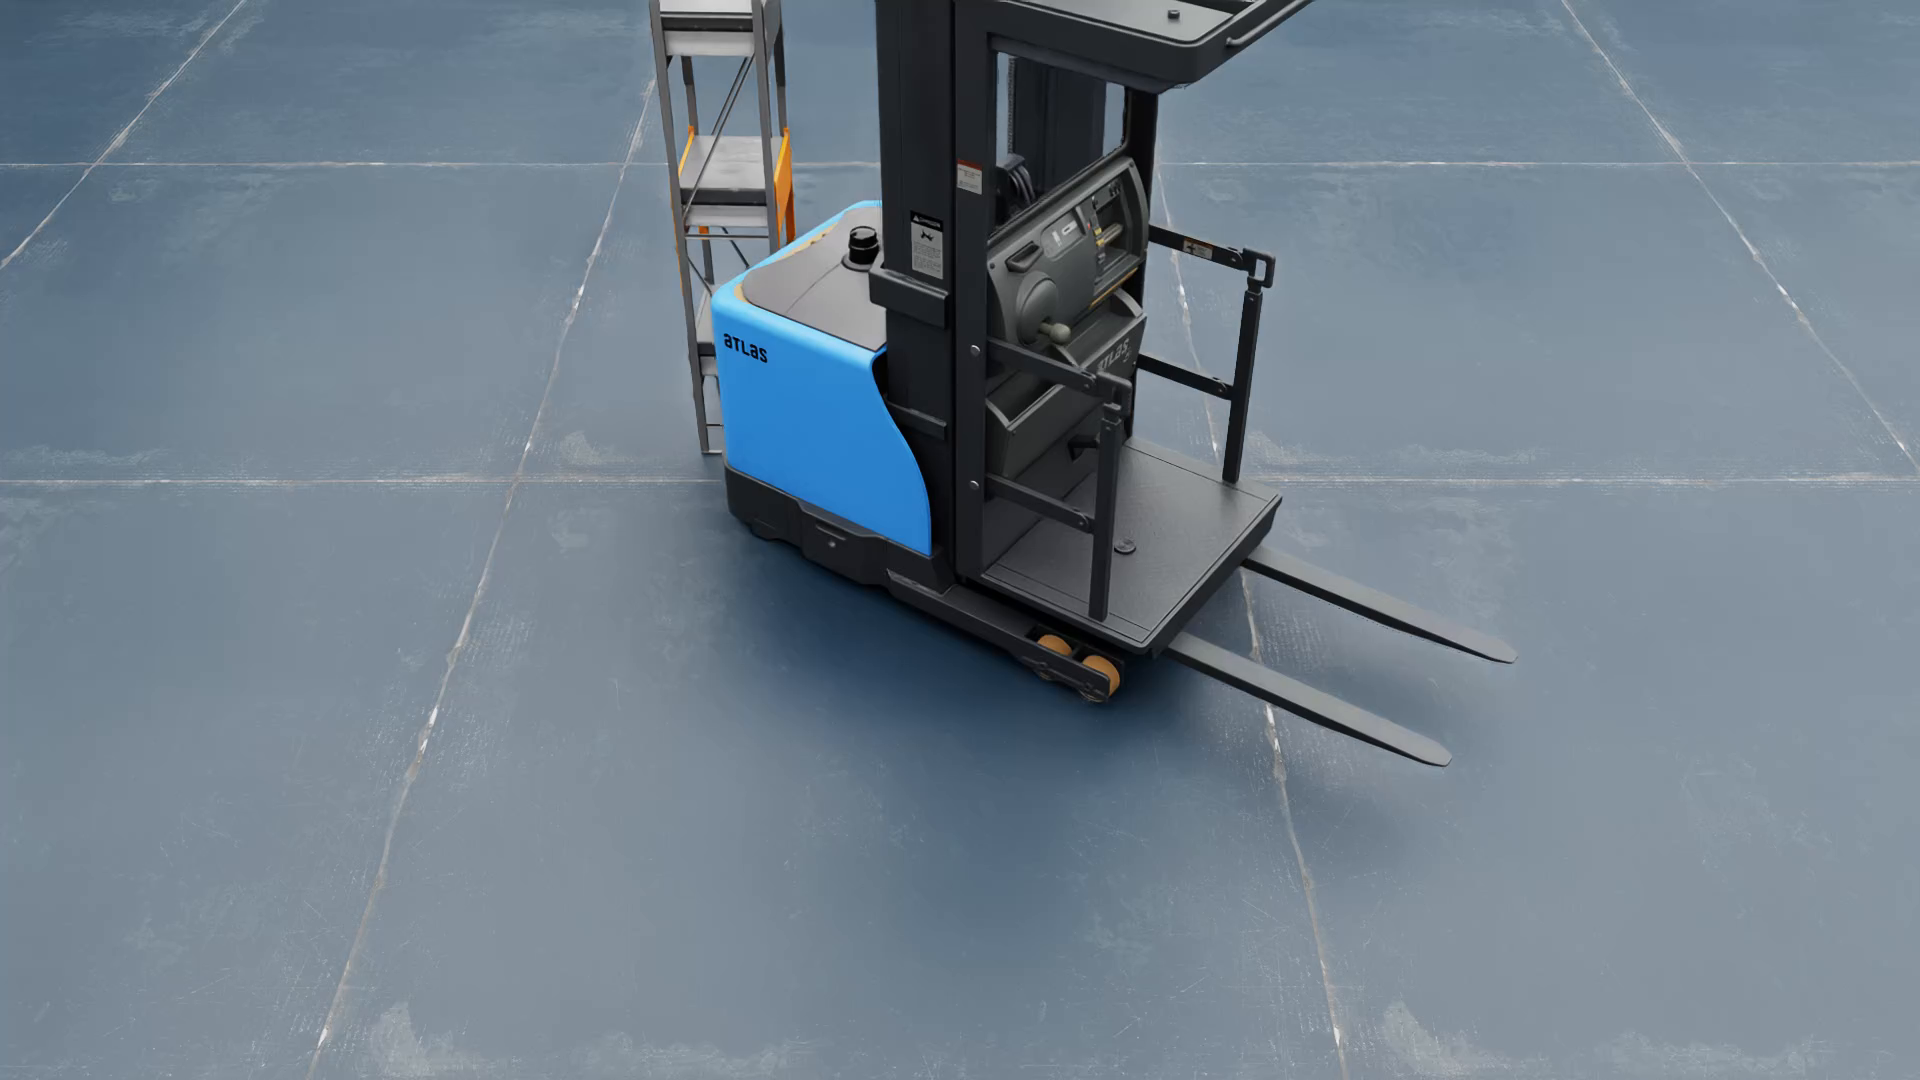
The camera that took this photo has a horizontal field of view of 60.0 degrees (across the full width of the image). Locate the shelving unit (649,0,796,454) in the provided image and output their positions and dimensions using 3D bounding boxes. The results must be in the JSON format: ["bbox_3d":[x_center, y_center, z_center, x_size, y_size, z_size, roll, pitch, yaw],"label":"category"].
[{"bbox_3d":[-0.910,-1.342,6.741,0.431,2.100,0.503,1,39,1],"label":"shelving unit"}]

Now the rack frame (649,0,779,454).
[{"bbox_3d":[-0.917,-1.188,6.552,0.400,2.100,0.015,1,39,1],"label":"rack frame"}]

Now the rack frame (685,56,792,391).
[{"bbox_3d":[-0.902,-1.496,6.930,0.400,2.100,0.015,1,39,1],"label":"rack frame"}]

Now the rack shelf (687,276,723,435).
[{"bbox_3d":[-0.913,-0.789,7.191,0.431,0.518,0.480,1,39,1],"label":"rack shelf"}]

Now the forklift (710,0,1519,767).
[{"bbox_3d":[0.550,-0.939,5.578,3.031,2.935,1.130,24,44,27],"label":"forklift"}]

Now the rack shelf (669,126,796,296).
[{"bbox_3d":[-0.910,-1.332,6.750,0.431,0.518,0.480,1,39,1],"label":"rack shelf"}]

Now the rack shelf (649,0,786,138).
[{"bbox_3d":[-0.906,-1.875,6.308,0.431,0.518,0.480,1,39,1],"label":"rack shelf"}]
